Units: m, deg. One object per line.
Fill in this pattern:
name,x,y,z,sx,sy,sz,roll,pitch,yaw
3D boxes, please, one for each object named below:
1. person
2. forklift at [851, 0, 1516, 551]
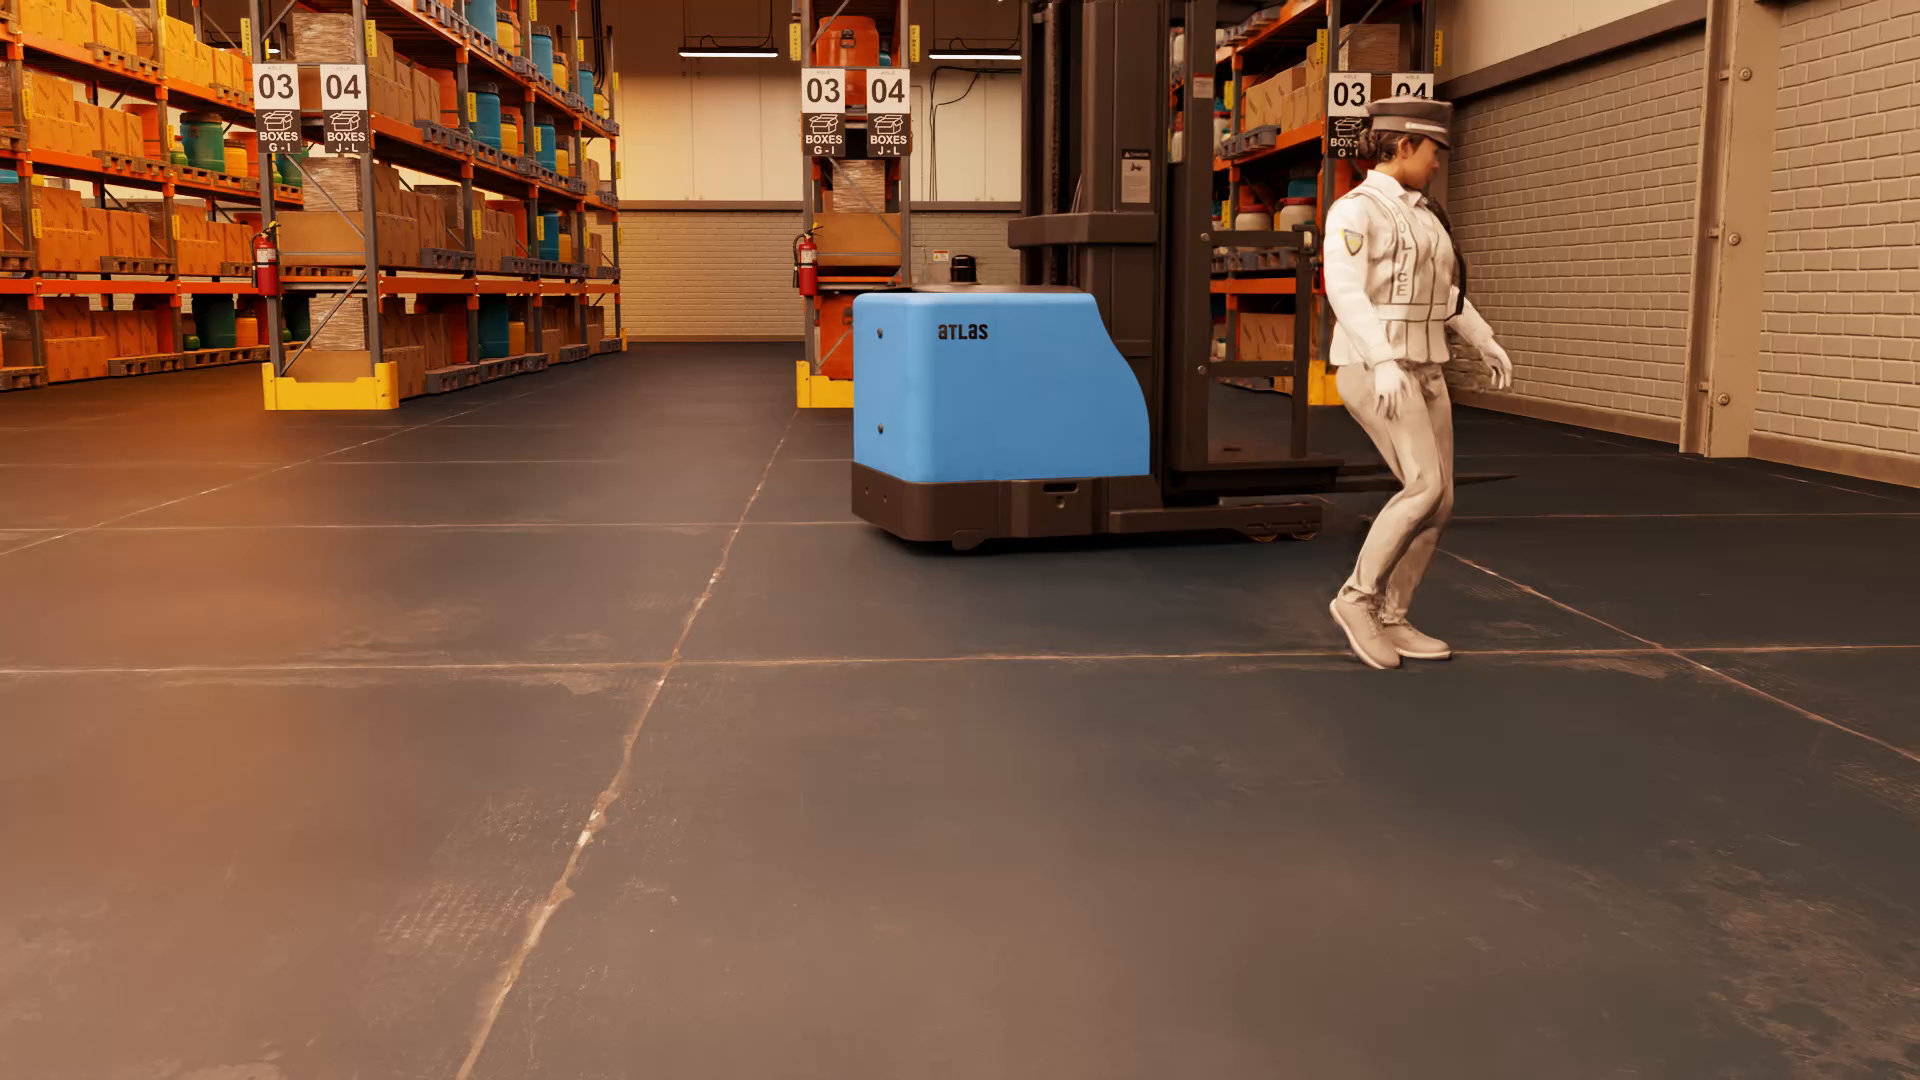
person,1.345,-0.459,4.899,0.754,1.660,0.440,-8,11,-42
forklift,1.076,-1.509,7.496,3.031,2.935,1.130,-3,9,-18
